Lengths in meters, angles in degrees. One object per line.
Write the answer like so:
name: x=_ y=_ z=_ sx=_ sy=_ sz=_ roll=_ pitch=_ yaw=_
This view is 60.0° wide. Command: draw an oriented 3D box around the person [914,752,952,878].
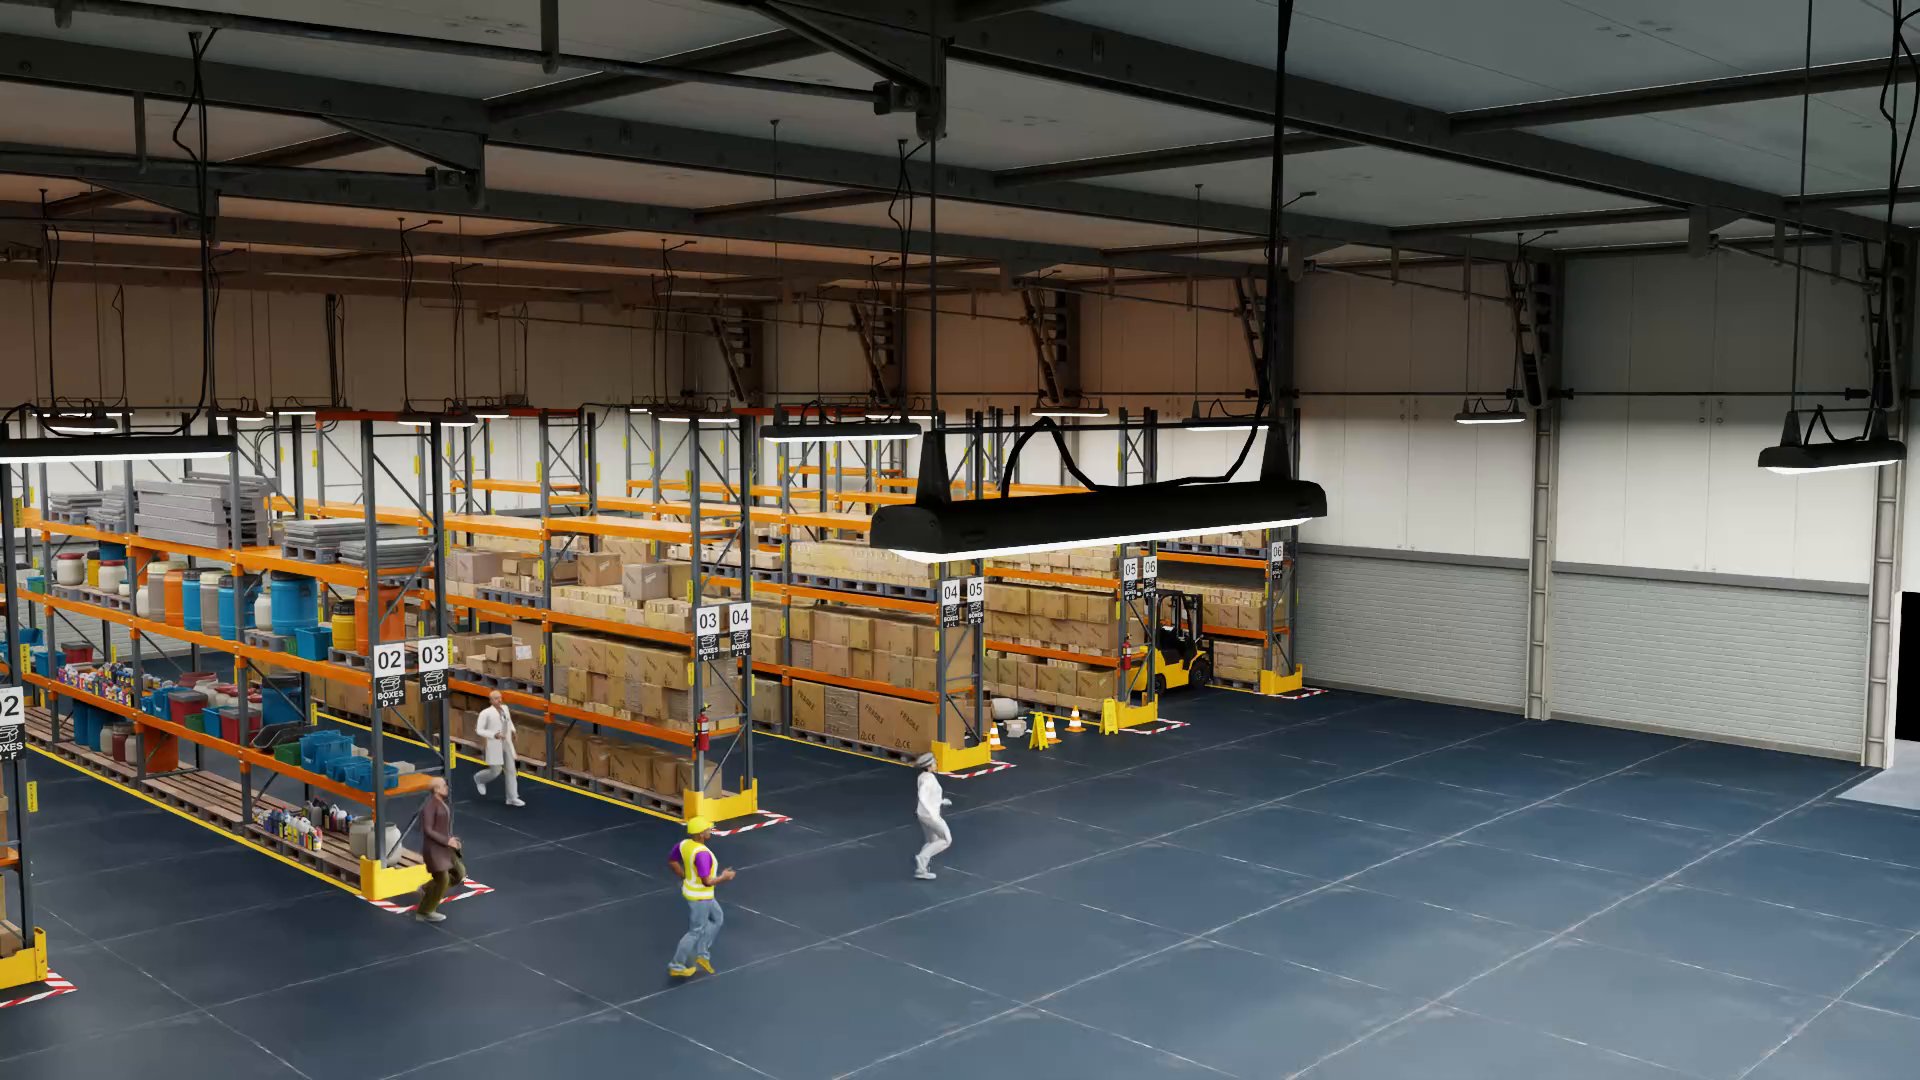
person: x=-0.339 y=3.586 z=21.675 sx=0.519 sy=1.659 sz=0.605 roll=-2 pitch=5 yaw=-17

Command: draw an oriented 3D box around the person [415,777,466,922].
person: x=-6.247 y=3.696 z=19.990 sx=0.592 sy=1.703 sz=0.757 roll=0 pitch=5 yaw=-2

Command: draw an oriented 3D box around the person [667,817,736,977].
person: x=-2.801 y=3.871 z=17.961 sx=0.738 sy=1.806 sz=0.671 roll=-2 pitch=5 yaw=-22

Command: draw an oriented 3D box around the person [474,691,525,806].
person: x=-7.080 y=3.224 z=25.577 sx=1.079 sy=1.657 sz=0.724 roll=4 pitch=6 yaw=38
